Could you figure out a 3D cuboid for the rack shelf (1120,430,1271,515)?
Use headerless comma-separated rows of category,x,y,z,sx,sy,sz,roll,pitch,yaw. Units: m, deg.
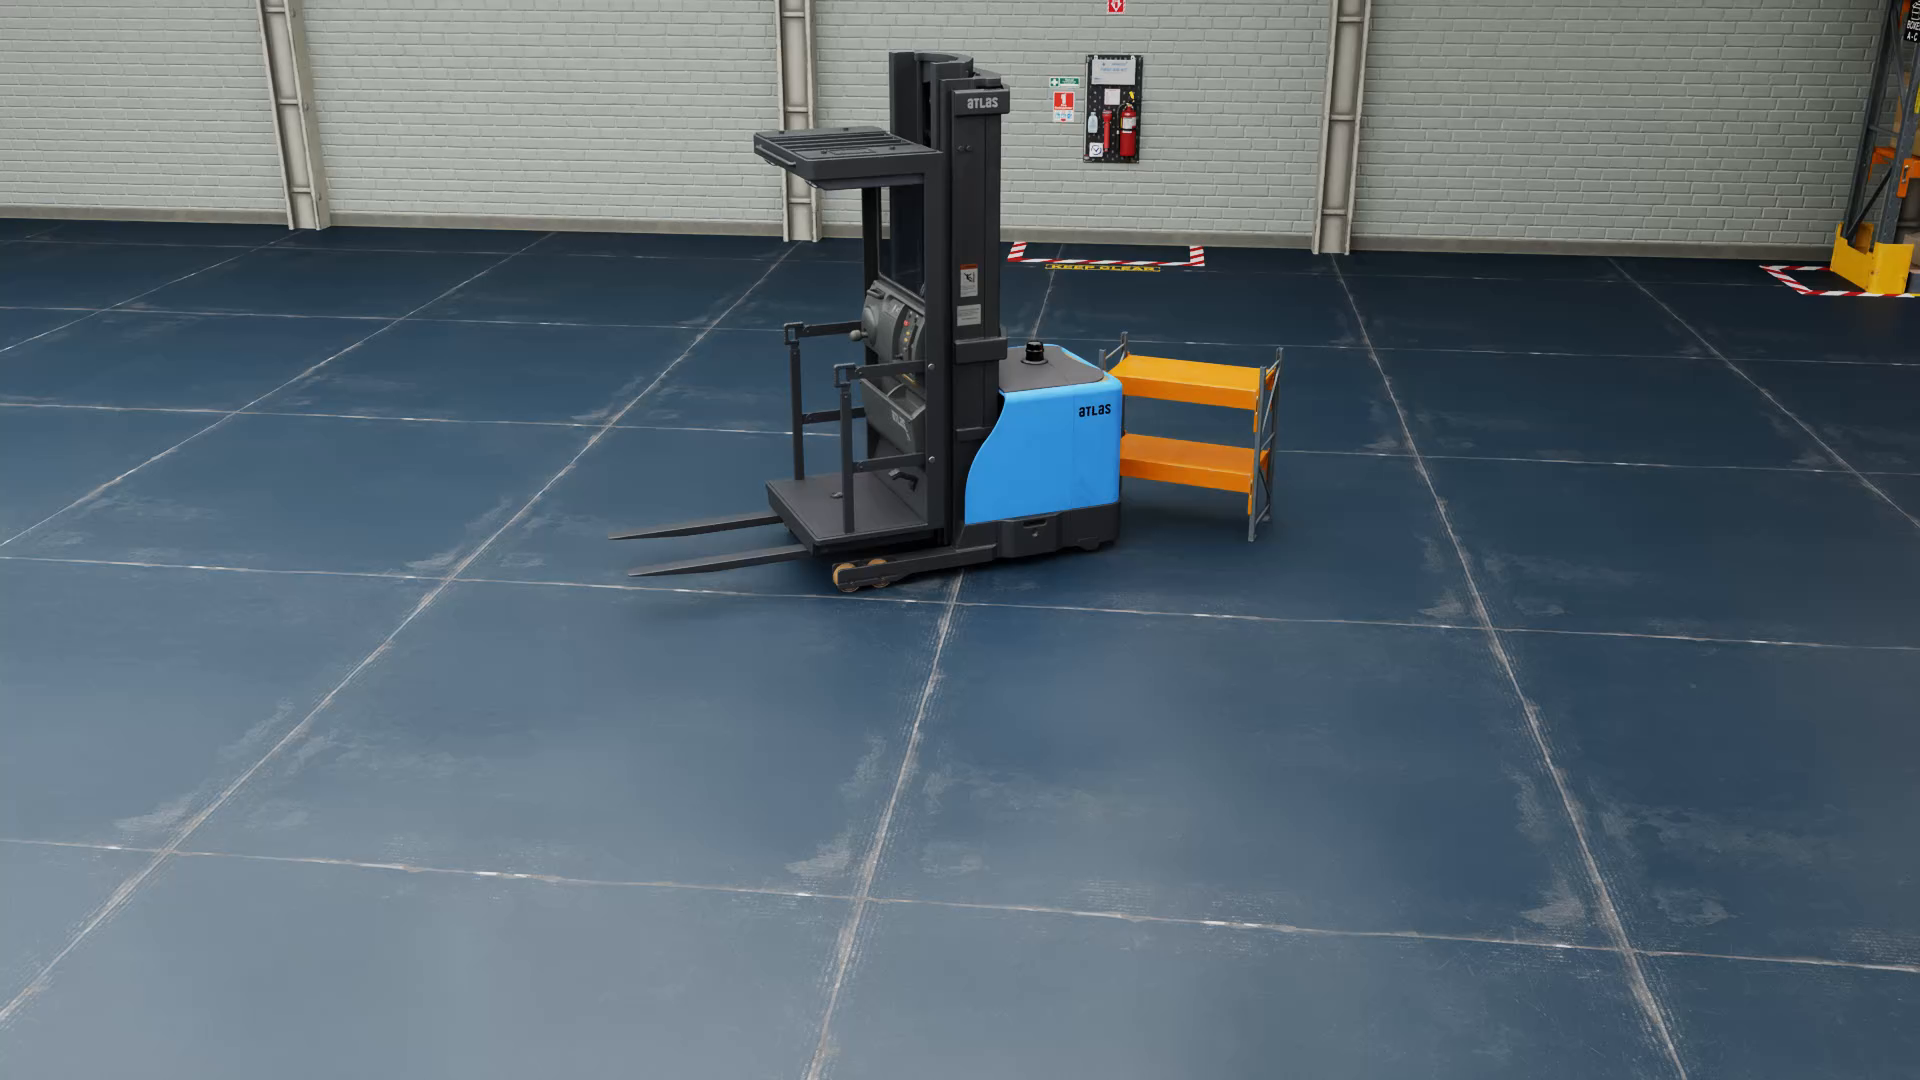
rack shelf,1.448,-0.444,10.698,1.000,0.278,0.538,9,23,21

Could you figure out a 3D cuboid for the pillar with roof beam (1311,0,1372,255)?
pillar with roof beam,3.634,-5.840,12.972,0.400,9.000,9.100,2,22,6

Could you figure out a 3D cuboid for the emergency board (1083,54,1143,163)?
emergency board,1.691,-4.743,18.357,0.643,1.169,0.194,2,22,6

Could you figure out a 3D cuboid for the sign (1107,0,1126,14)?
sign,1.695,-5.858,18.023,0.199,0.298,0.001,2,22,6

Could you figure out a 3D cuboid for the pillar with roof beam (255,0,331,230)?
pillar with roof beam,-8.283,-6.359,14.286,0.400,9.000,9.100,2,22,6

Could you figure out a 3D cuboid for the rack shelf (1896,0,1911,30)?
rack shelf,11.288,-5.051,16.034,4.000,0.370,1.077,2,22,6

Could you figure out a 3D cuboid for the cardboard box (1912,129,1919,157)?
cardboard box,9.749,-3.879,16.349,0.500,0.250,0.500,2,22,5

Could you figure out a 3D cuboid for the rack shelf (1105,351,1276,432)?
rack shelf,1.448,-0.944,10.500,1.000,0.278,0.538,9,23,21

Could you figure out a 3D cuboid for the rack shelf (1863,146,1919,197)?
rack shelf,11.288,-3.656,16.585,4.000,0.370,1.077,2,22,6

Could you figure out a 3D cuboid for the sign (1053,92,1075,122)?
sign,1.154,-4.821,18.506,0.234,0.329,0.001,2,22,6

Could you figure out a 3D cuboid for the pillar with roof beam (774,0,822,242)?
pillar with roof beam,-2.324,-6.100,13.629,0.400,9.000,9.100,2,22,6

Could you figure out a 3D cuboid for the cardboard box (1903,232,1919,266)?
cardboard box,9.978,-2.968,16.927,0.500,0.311,0.500,0,22,0

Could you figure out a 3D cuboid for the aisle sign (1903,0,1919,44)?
aisle sign,9.195,-5.179,15.925,0.004,0.787,0.394,2,22,6

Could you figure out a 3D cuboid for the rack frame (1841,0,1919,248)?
rack frame,9.302,-4.077,16.672,0.127,3.000,1.000,2,22,6

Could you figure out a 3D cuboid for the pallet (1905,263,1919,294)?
pallet,10.180,-2.729,17.055,1.213,0.211,1.003,2,22,6

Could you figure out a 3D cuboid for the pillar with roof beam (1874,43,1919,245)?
pillar with roof beam,9.592,-5.581,12.316,0.400,9.000,9.100,2,22,6

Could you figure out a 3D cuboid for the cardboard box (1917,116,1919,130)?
cardboard box,9.741,-4.235,16.228,0.500,0.500,0.500,3,22,6

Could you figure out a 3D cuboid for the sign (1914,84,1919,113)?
sign,9.238,-4.281,16.012,0.005,0.325,0.100,2,22,6

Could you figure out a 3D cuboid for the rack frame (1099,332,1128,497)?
rack frame,0.980,-0.744,10.791,0.032,1.125,0.500,9,23,21

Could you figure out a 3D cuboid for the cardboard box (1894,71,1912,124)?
cardboard box,9.795,-4.422,16.703,0.500,0.500,0.500,2,22,6

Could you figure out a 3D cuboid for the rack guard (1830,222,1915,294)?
rack guard,9.377,-2.911,17.123,0.348,0.500,1.175,2,22,6

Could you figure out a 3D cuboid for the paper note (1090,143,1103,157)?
paper note,1.523,-4.366,18.602,0.142,0.148,0.016,2,22,6

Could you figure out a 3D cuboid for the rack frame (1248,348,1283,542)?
rack frame,1.917,-0.599,10.425,0.032,1.125,0.500,9,23,21

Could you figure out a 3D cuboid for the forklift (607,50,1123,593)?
forklift,-0.578,-1.278,9.685,3.031,2.935,1.130,-8,23,-20

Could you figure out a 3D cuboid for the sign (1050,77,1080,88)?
sign,1.157,-5.064,18.400,0.331,0.109,0.001,2,22,6

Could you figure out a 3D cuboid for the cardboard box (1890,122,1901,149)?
cardboard box,9.789,-4.067,16.824,0.500,0.250,0.500,3,22,7

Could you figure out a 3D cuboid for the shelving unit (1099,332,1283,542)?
shelving unit,1.448,-0.671,10.608,1.048,1.125,0.538,9,23,21
